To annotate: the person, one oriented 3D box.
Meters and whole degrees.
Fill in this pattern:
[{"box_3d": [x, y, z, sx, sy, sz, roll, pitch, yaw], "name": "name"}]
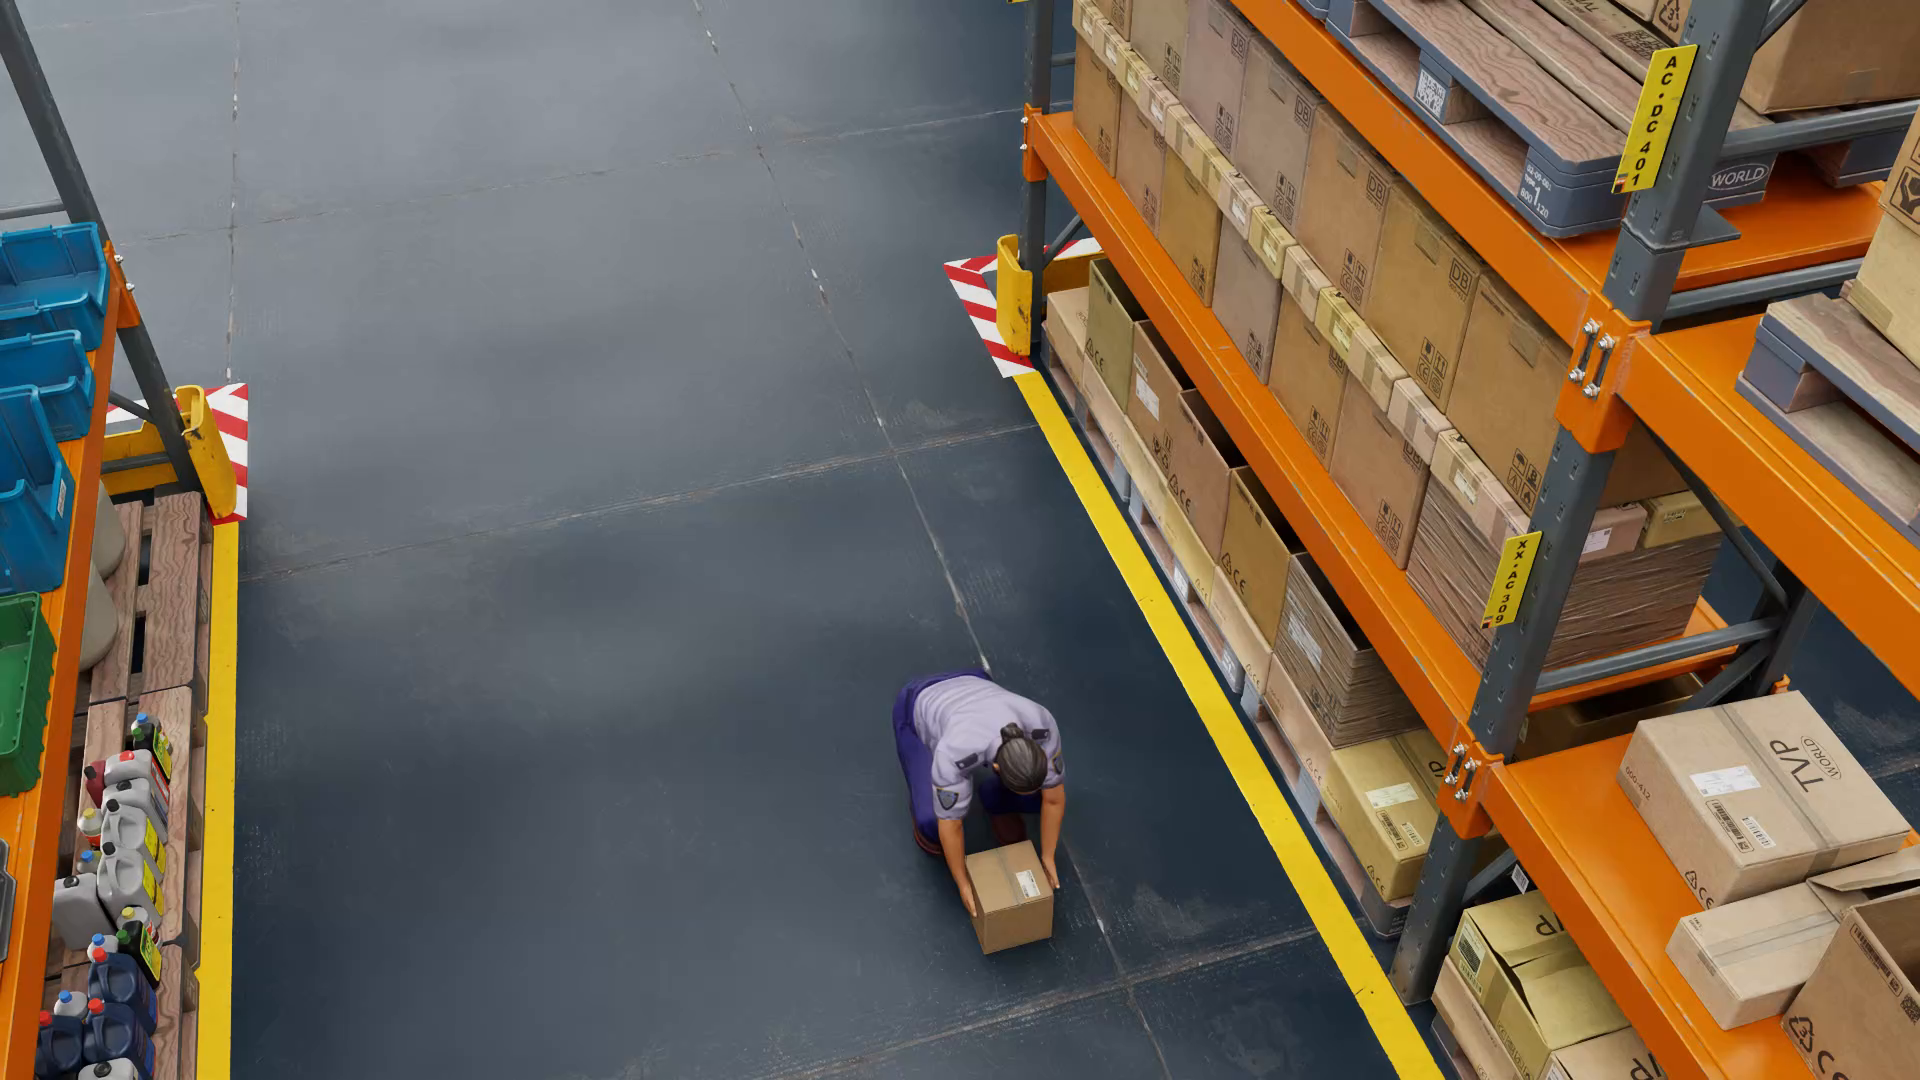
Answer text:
[{"box_3d": [0.043, 0.475, 5.670, 0.435, 1.634, 0.528, -12, 44, -13], "name": "person"}]
